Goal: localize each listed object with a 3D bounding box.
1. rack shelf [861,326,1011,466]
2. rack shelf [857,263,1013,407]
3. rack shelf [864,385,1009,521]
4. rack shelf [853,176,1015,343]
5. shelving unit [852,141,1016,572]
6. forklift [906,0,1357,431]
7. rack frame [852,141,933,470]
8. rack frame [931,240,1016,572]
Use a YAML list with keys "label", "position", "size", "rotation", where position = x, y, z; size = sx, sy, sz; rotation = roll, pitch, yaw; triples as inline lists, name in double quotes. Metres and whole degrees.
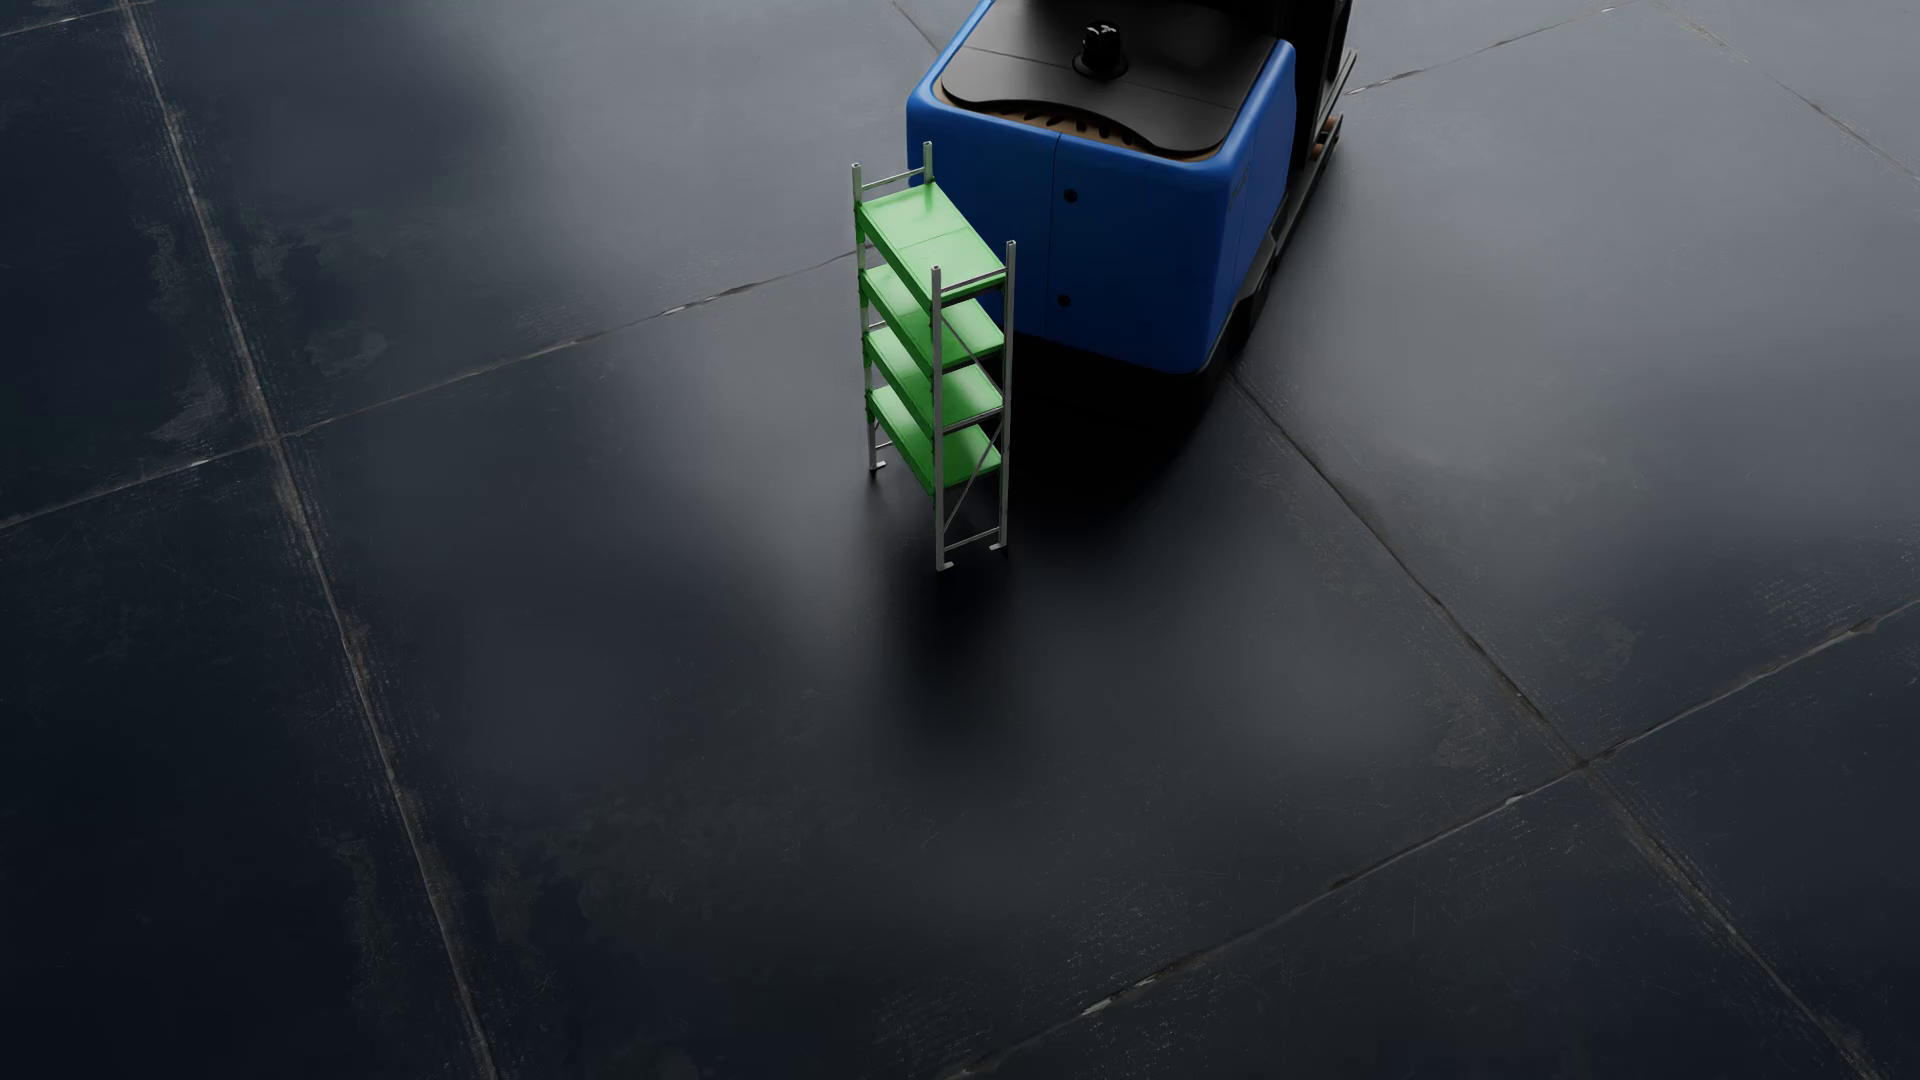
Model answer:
- label: "rack shelf"
  position: [-0.076, -0.464, 4.943]
  size: [0.258, 0.148, 0.480]
  rotation: [-21, 52, -18]
- label: "rack shelf"
  position: [-0.076, -0.622, 4.763]
  size: [0.258, 0.148, 0.480]
  rotation: [-21, 52, -18]
- label: "rack shelf"
  position: [-0.076, -0.306, 5.124]
  size: [0.258, 0.148, 0.480]
  rotation: [-21, 52, -18]
- label: "rack shelf"
  position: [-0.076, -0.780, 4.582]
  size: [0.258, 0.148, 0.480]
  rotation: [-21, 52, -18]
- label: "shelving unit"
  position: [-0.076, -0.506, 4.895]
  size: [0.258, 1.200, 0.503]
  rotation: [-21, 52, -18]
- label: "forklift"
  position: [0.856, -2.454, 5.449]
  size: [1.130, 2.935, 3.031]
  rotation: [17, 51, 15]
- label: "rack frame"
  position: [-0.187, -0.669, 5.038]
  size: [0.240, 1.200, 0.015]
  rotation: [-21, 52, -18]
- label: "rack frame"
  position: [0.036, -0.342, 4.752]
  size: [0.240, 1.200, 0.015]
  rotation: [-21, 52, -18]
